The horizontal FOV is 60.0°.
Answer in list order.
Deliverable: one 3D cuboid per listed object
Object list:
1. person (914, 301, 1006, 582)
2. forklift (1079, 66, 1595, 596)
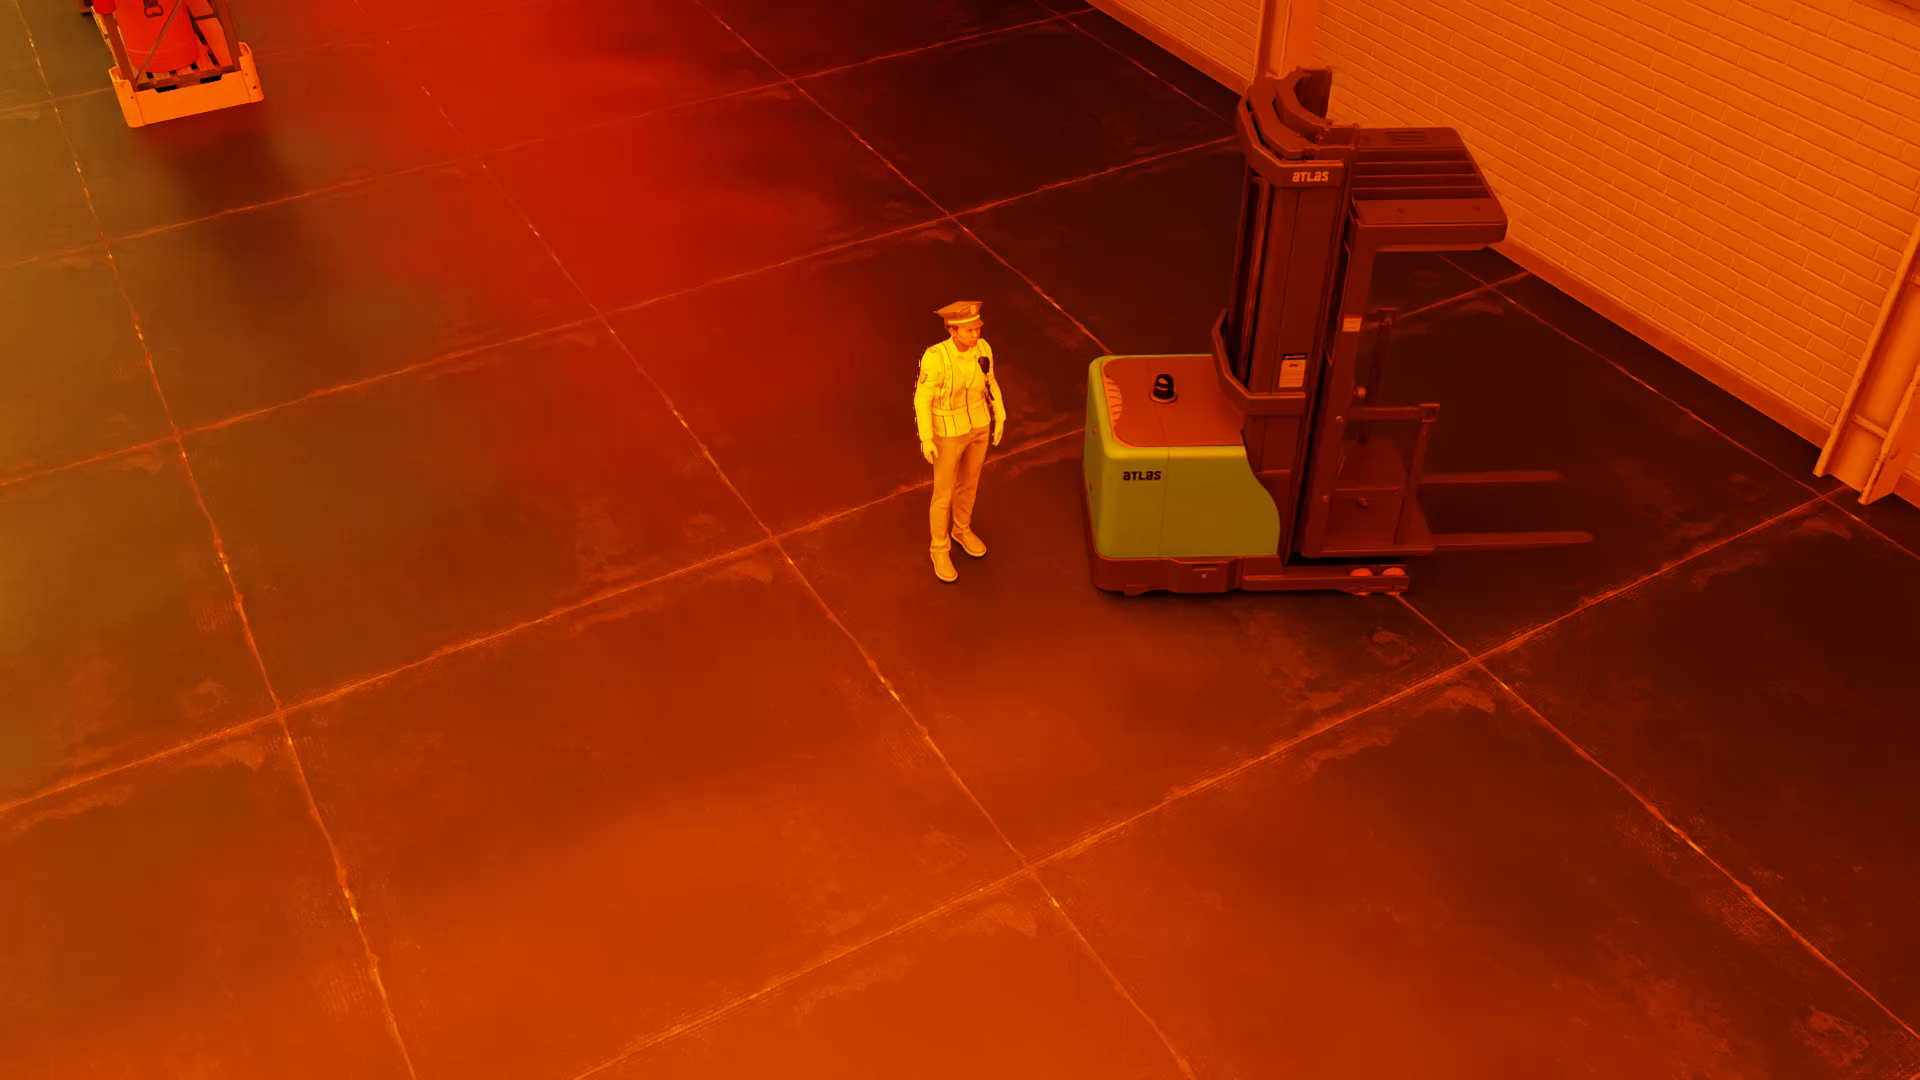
[{"bbox_3d":[0.033,-0.614,9.737,0.591,1.692,0.519,-21,44,-23],"label":"person"},{"bbox_3d":[2.289,-1.135,9.404,3.031,2.935,1.130,-1,40,-1],"label":"forklift"}]
